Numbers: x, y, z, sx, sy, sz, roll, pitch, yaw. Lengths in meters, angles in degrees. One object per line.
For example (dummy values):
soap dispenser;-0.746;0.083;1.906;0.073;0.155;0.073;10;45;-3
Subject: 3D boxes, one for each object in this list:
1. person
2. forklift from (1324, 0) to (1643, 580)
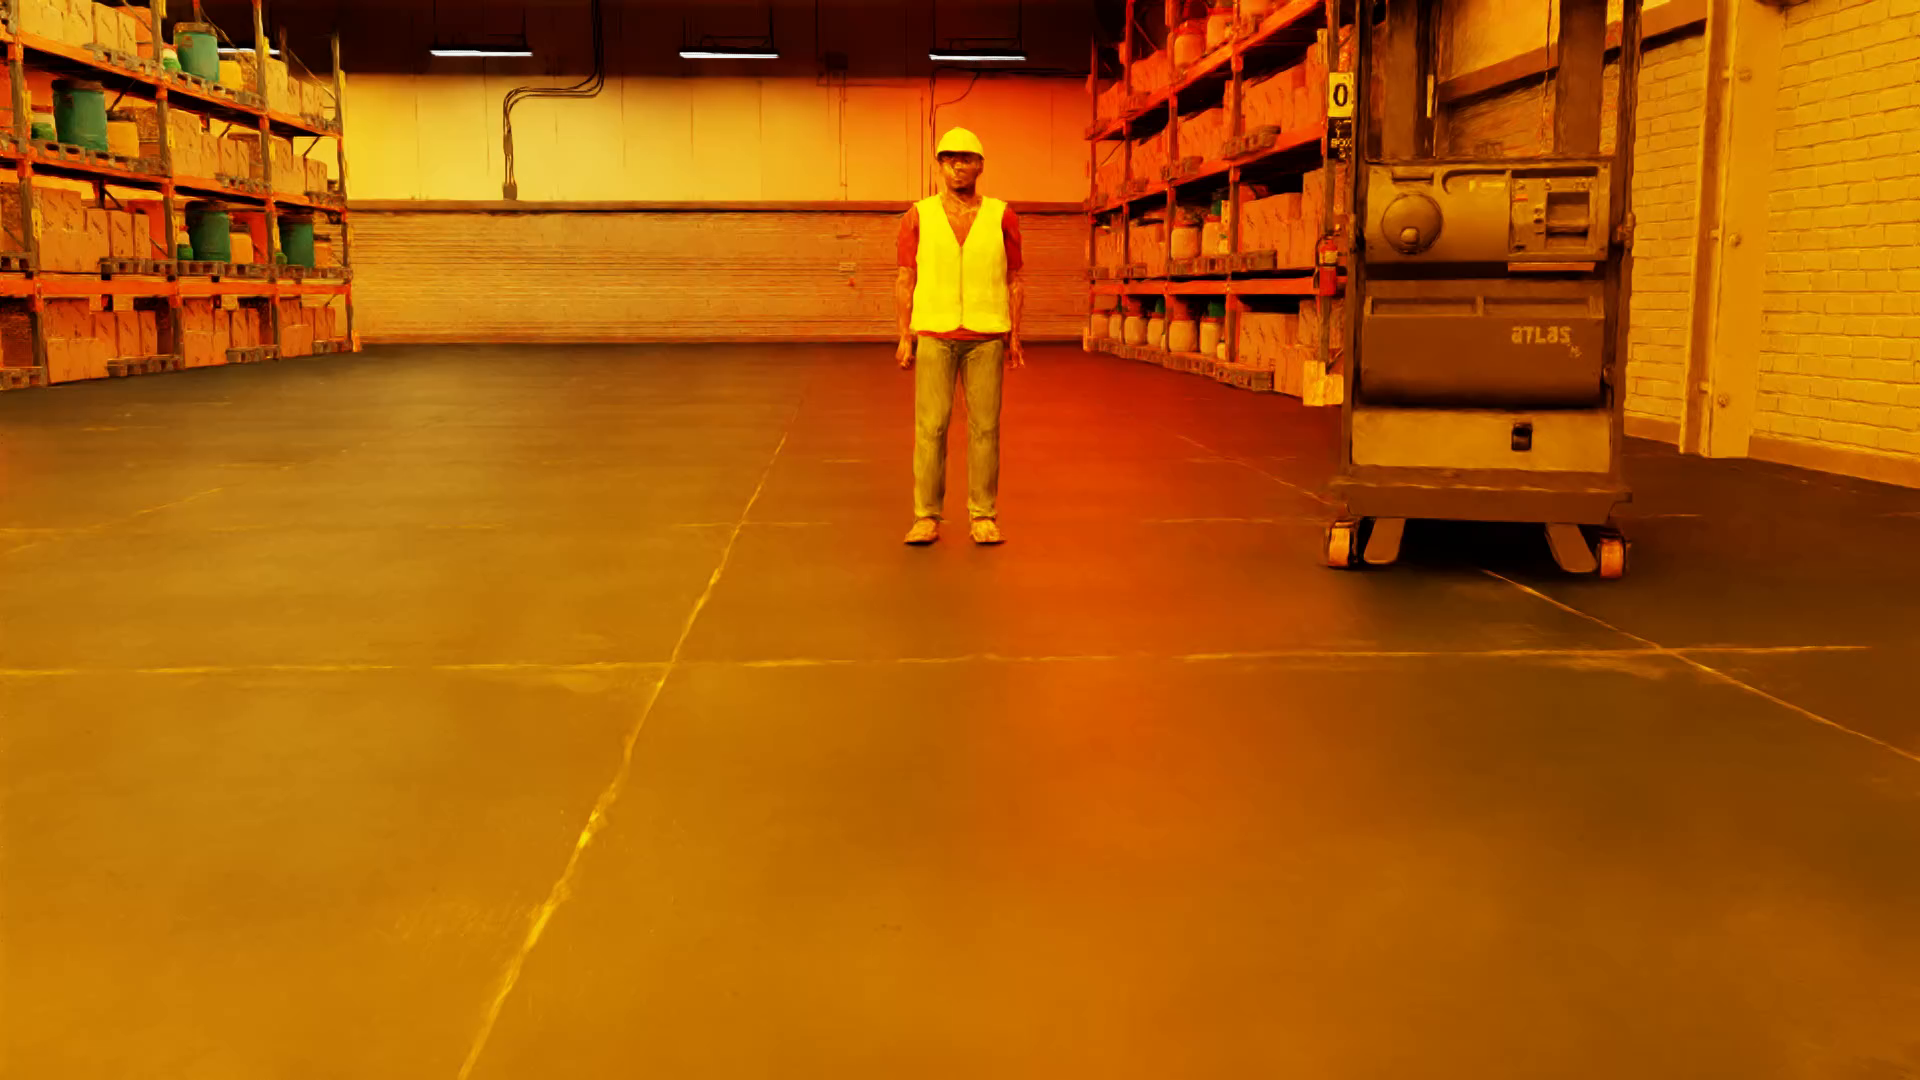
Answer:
person;0.002;-0.873;7.168;0.559;1.771;0.367;-1;8;-4
forklift;2.061;-1.360;6.486;1.130;2.935;3.031;2;9;16
